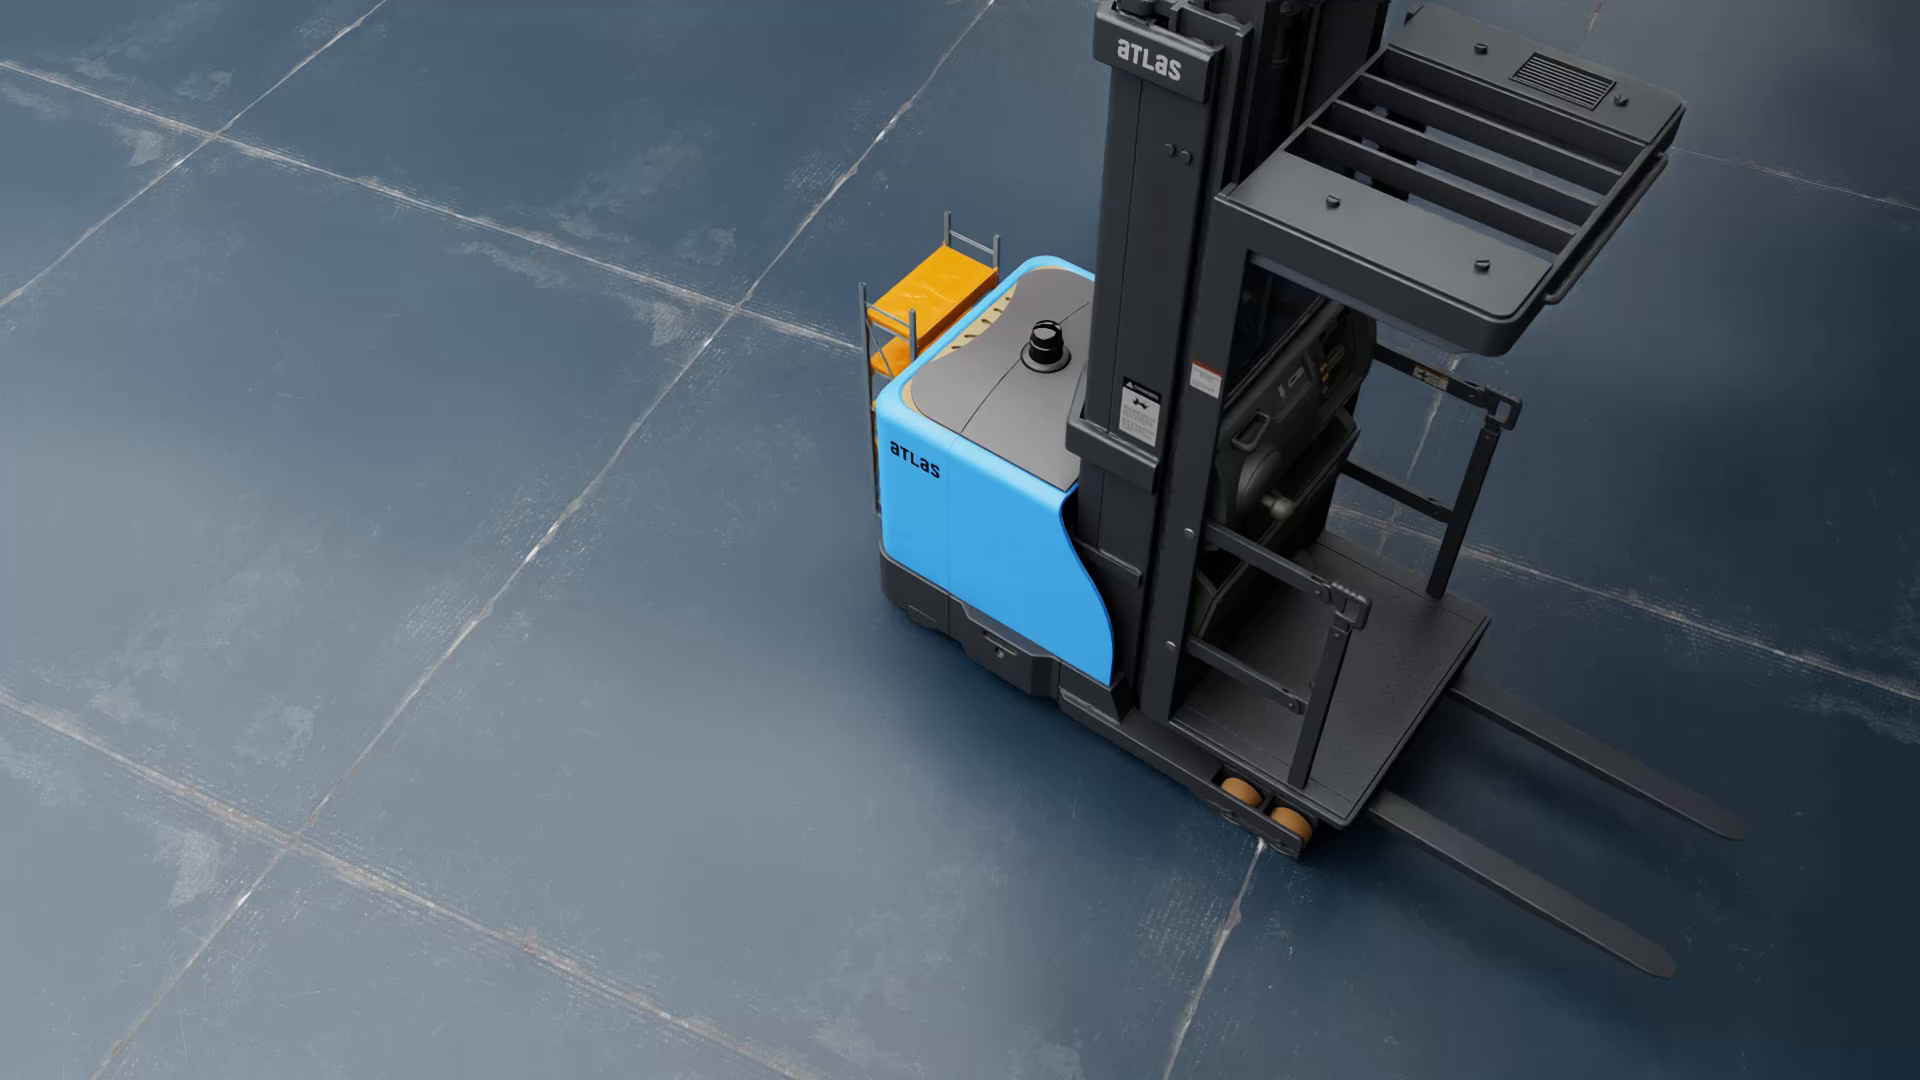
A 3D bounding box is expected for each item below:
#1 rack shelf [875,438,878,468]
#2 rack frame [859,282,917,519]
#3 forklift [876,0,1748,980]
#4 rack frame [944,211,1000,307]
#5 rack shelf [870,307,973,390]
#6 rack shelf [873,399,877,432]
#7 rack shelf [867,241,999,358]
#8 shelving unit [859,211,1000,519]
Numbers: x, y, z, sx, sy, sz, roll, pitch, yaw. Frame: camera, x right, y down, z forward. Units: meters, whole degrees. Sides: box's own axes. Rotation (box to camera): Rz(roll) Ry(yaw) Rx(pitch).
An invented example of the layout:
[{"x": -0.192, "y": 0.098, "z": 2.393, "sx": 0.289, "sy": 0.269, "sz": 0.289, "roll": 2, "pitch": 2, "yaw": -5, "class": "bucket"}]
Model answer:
[{"x": -0.102, "y": -0.420, "z": 6.483, "sx": 0.258, "sy": 0.148, "sz": 0.480, "roll": 30, "pitch": 56, "yaw": 23, "class": "rack shelf"}, {"x": -0.249, "y": -0.444, "z": 6.155, "sx": 0.240, "sy": 1.200, "sz": 0.015, "roll": 30, "pitch": 56, "yaw": 23, "class": "rack frame"}, {"x": 1.183, "y": -0.347, "z": 4.936, "sx": 3.031, "sy": 2.935, "sz": 1.130, "roll": 30, "pitch": 56, "yaw": 23, "class": "forklift"}, {"x": 0.045, "y": -0.741, "z": 6.407, "sx": 0.240, "sy": 1.200, "sz": 0.015, "roll": 30, "pitch": 56, "yaw": 23, "class": "rack frame"}, {"x": -0.102, "y": -0.694, "z": 6.162, "sx": 0.258, "sy": 0.148, "sz": 0.480, "roll": 30, "pitch": 56, "yaw": 23, "class": "rack shelf"}, {"x": -0.102, "y": -0.549, "z": 6.332, "sx": 0.258, "sy": 0.148, "sz": 0.480, "roll": 30, "pitch": 56, "yaw": 23, "class": "rack shelf"}, {"x": -0.103, "y": -0.847, "z": 5.982, "sx": 0.258, "sy": 0.148, "sz": 0.480, "roll": 30, "pitch": 56, "yaw": 23, "class": "rack shelf"}, {"x": -0.102, "y": -0.592, "z": 6.281, "sx": 0.258, "sy": 1.200, "sz": 0.503, "roll": 30, "pitch": 56, "yaw": 23, "class": "shelving unit"}]
